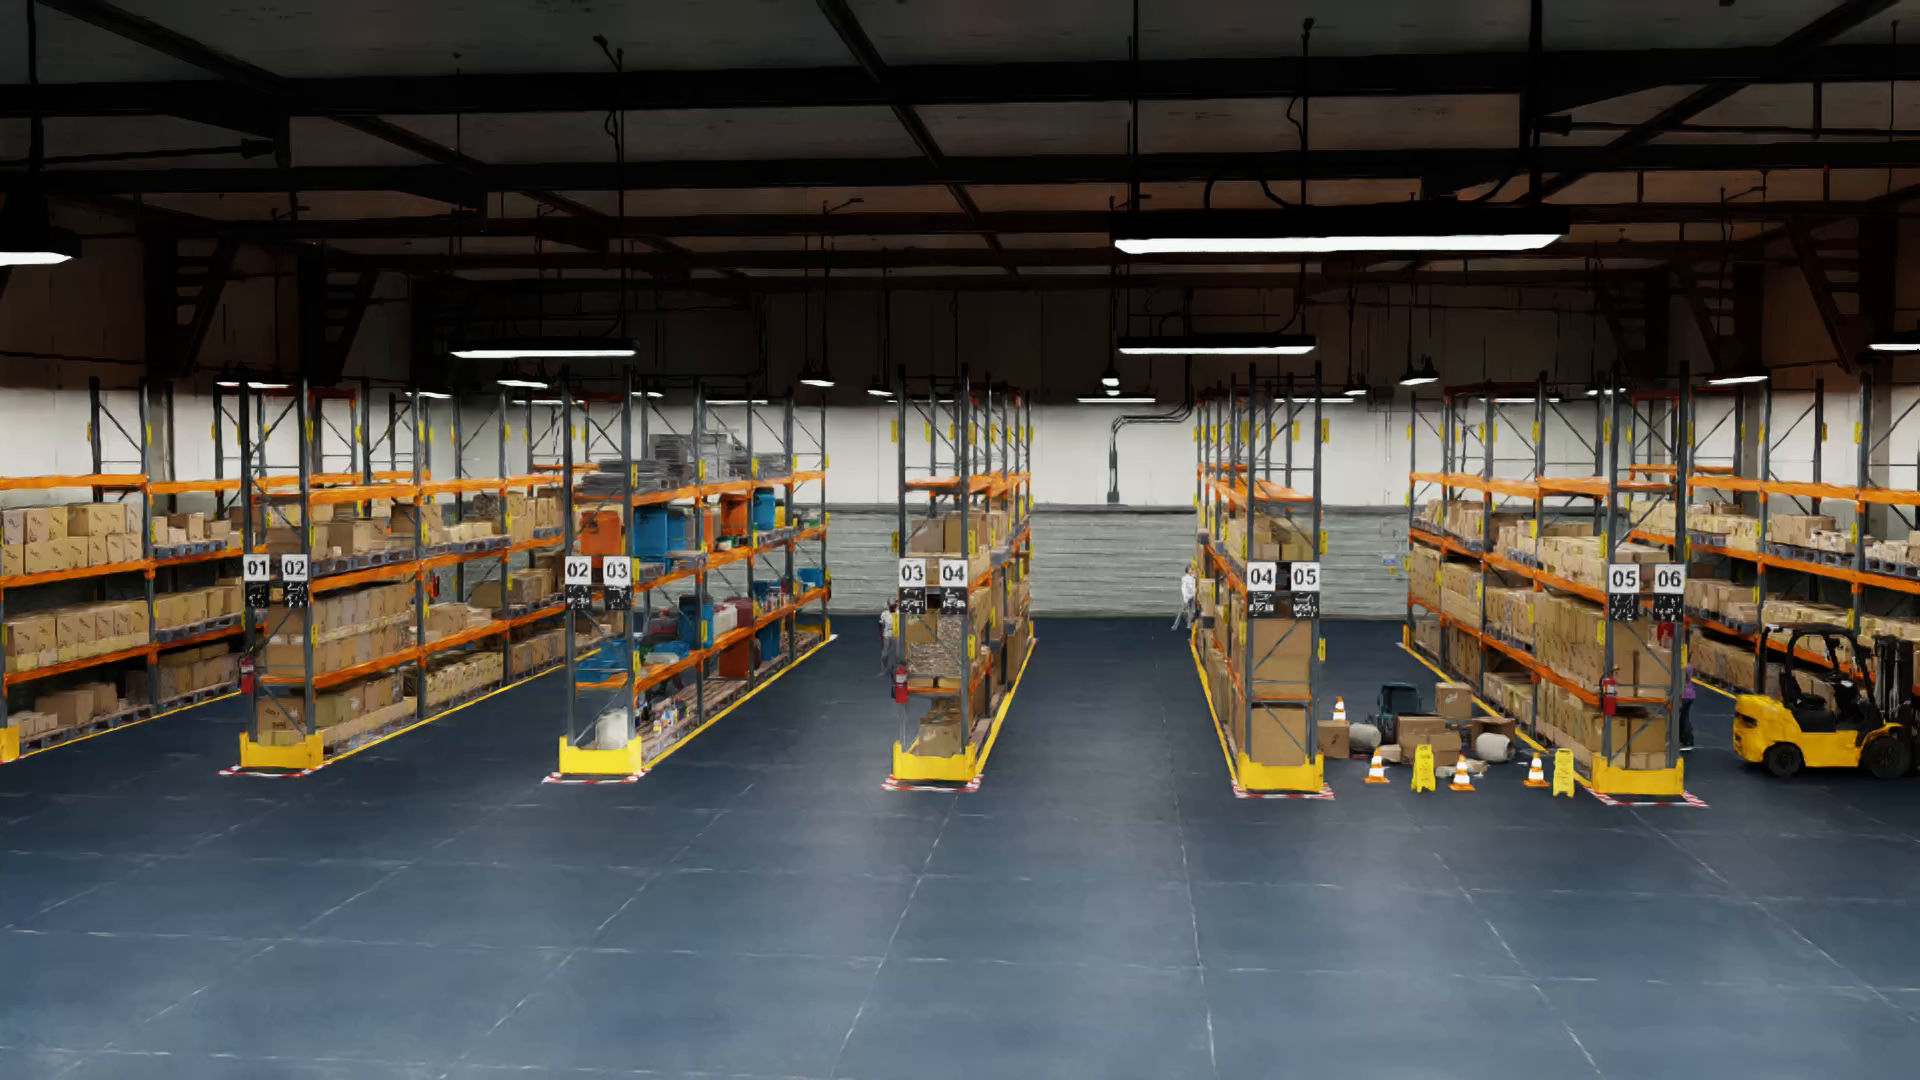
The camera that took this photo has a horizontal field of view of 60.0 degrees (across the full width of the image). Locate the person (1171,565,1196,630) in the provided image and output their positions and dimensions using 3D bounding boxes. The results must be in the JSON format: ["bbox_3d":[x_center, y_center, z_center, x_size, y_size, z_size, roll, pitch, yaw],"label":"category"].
[{"bbox_3d":[5.717,1.459,42.361,0.666,1.669,0.470,-3,5,-40],"label":"person"}]

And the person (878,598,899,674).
[{"bbox_3d":[-1.392,1.995,34.312,0.592,1.629,0.532,0,4,3],"label":"person"}]

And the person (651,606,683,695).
[{"bbox_3d":[-5.591,2.107,31.675,0.619,1.716,0.628,-1,4,-11],"label":"person"}]

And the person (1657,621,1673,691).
[{"bbox_3d":[13.751,2.046,32.438,0.591,1.719,0.668,2,4,27],"label":"person"}]

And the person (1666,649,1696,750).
[{"bbox_3d":[11.399,2.506,26.274,0.453,1.599,0.467,3,5,37],"label":"person"}]
